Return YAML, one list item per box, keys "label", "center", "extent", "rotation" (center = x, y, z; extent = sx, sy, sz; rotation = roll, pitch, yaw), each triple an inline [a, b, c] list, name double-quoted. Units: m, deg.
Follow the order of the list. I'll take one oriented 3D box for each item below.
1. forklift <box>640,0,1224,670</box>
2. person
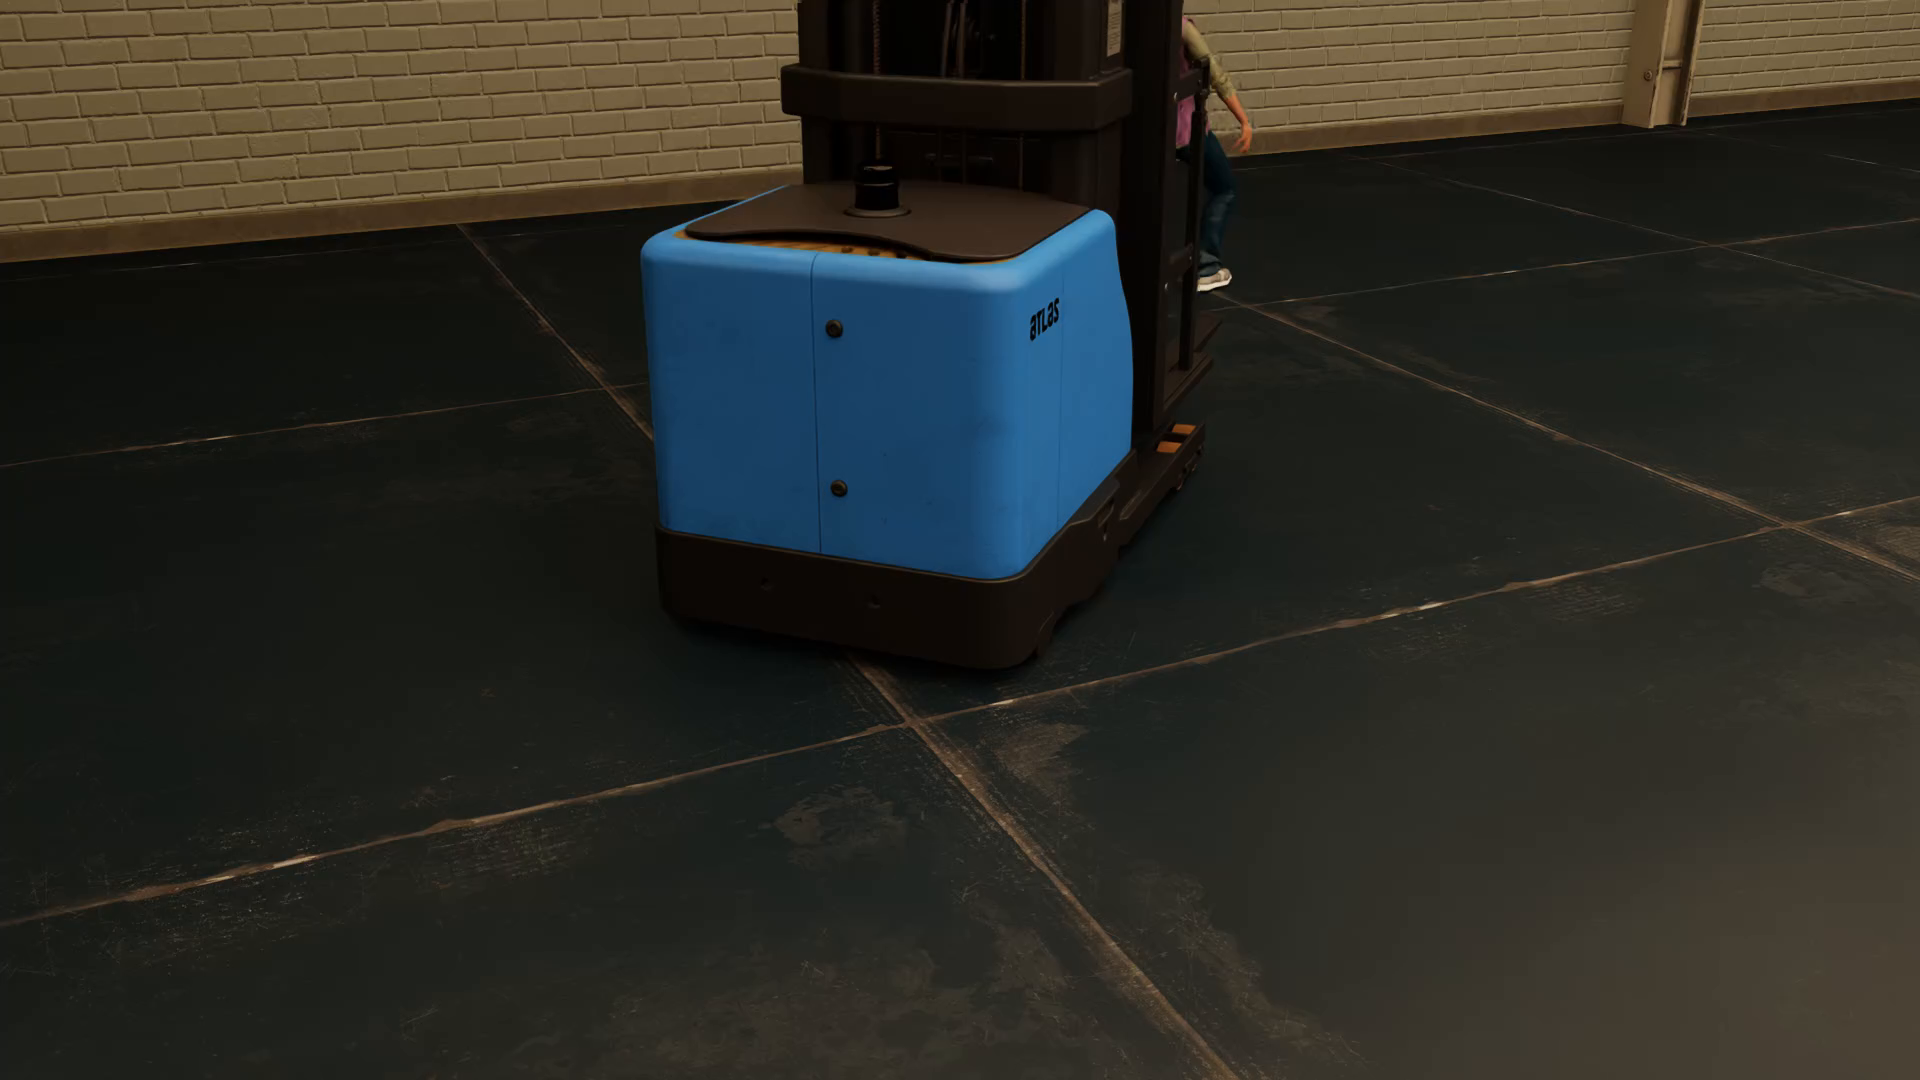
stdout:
- label: "forklift"
  center: [0.196, -1.566, 5.055]
  extent: [1.130, 2.935, 3.031]
  rotation: [9, 24, 20]
- label: "person"
  center: [1.057, -1.891, 7.719]
  extent: [0.623, 1.495, 0.792]
  rotation: [9, 24, 21]
